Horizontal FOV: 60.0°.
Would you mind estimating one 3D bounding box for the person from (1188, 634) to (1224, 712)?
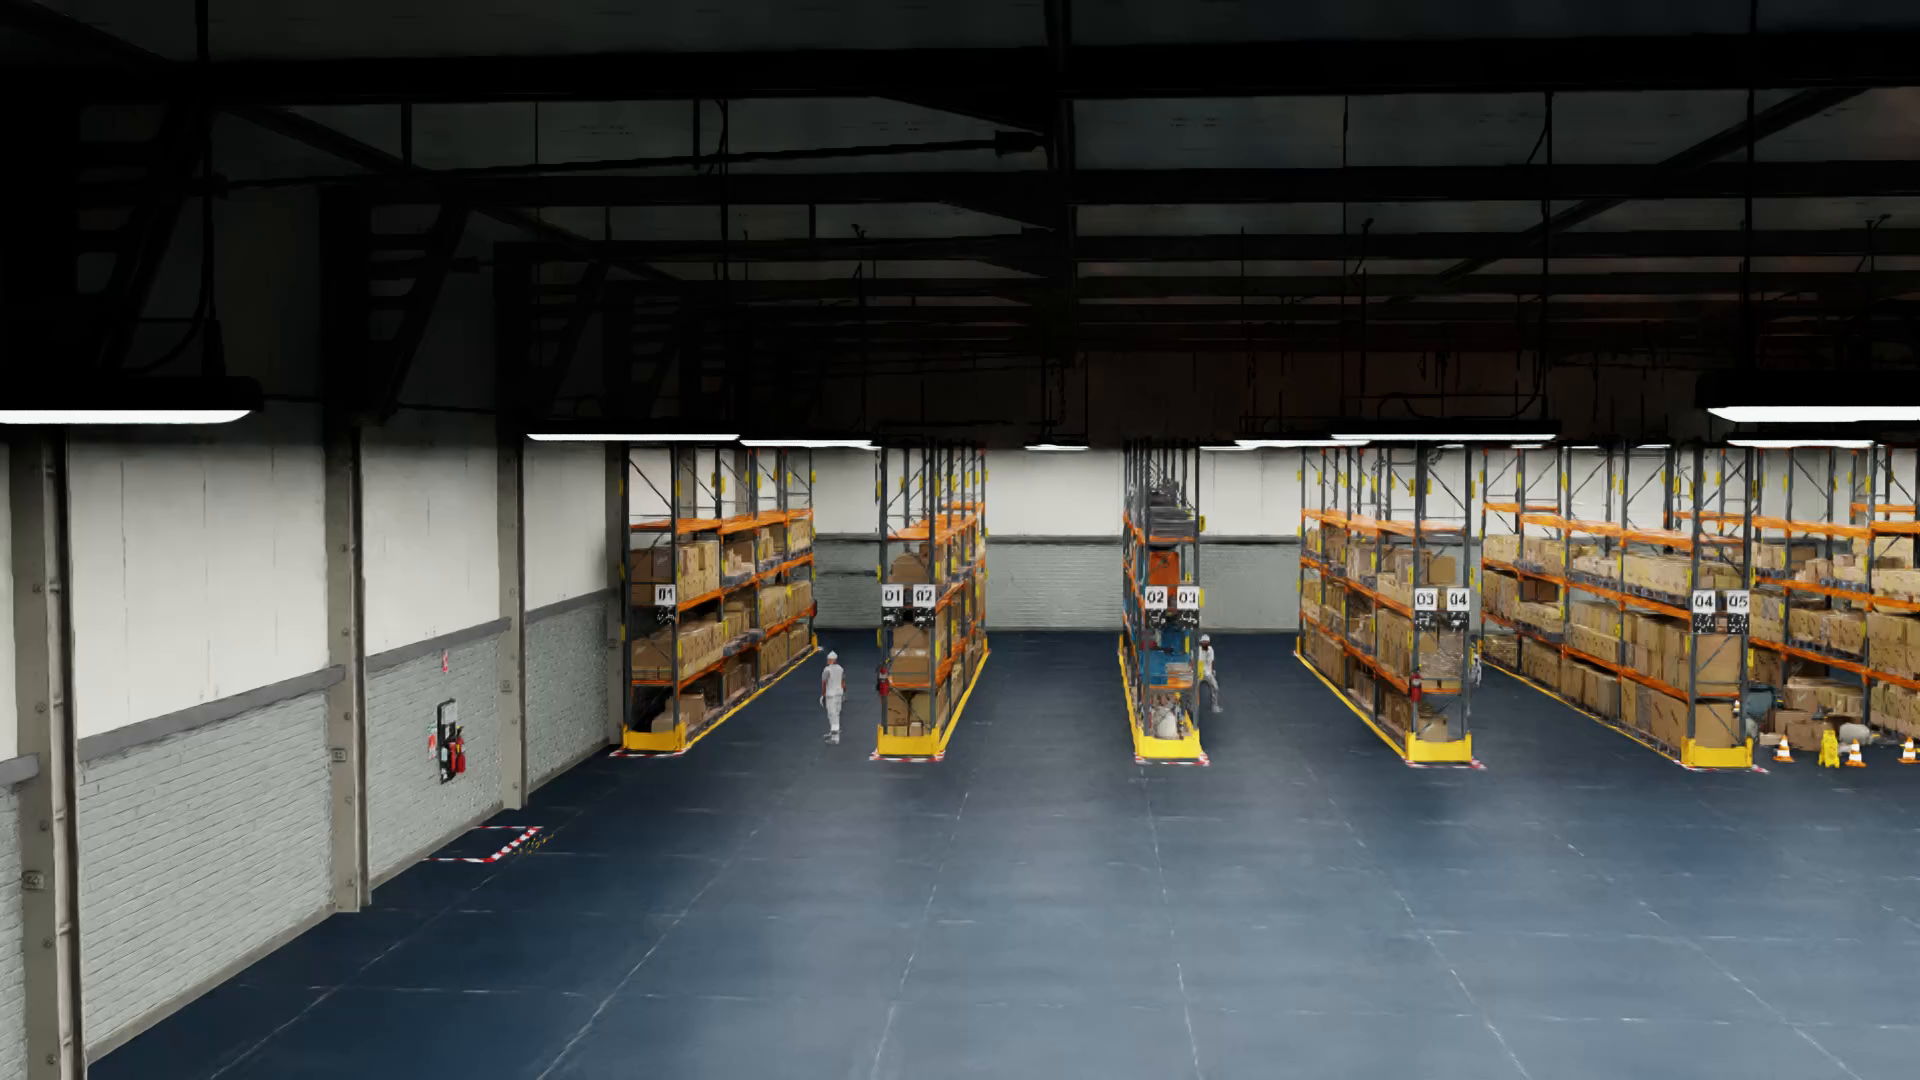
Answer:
[{"bbox_3d":[5.319,2.908,36.361,0.691,1.722,0.777,-1,3,-17],"label":"person"}]

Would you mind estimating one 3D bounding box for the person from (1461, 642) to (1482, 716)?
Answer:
[{"bbox_3d":[11.057,2.980,36.035,0.486,1.590,1.089,0,3,2],"label":"person"}]

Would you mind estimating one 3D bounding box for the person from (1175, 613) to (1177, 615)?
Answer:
[{"bbox_3d":[5.978,2.459,44.589,0.476,1.738,0.625,-1,3,-18],"label":"person"}]

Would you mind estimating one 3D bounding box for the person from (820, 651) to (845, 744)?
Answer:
[{"bbox_3d":[-2.516,3.066,32.655,0.577,1.785,0.655,2,4,36],"label":"person"}]
